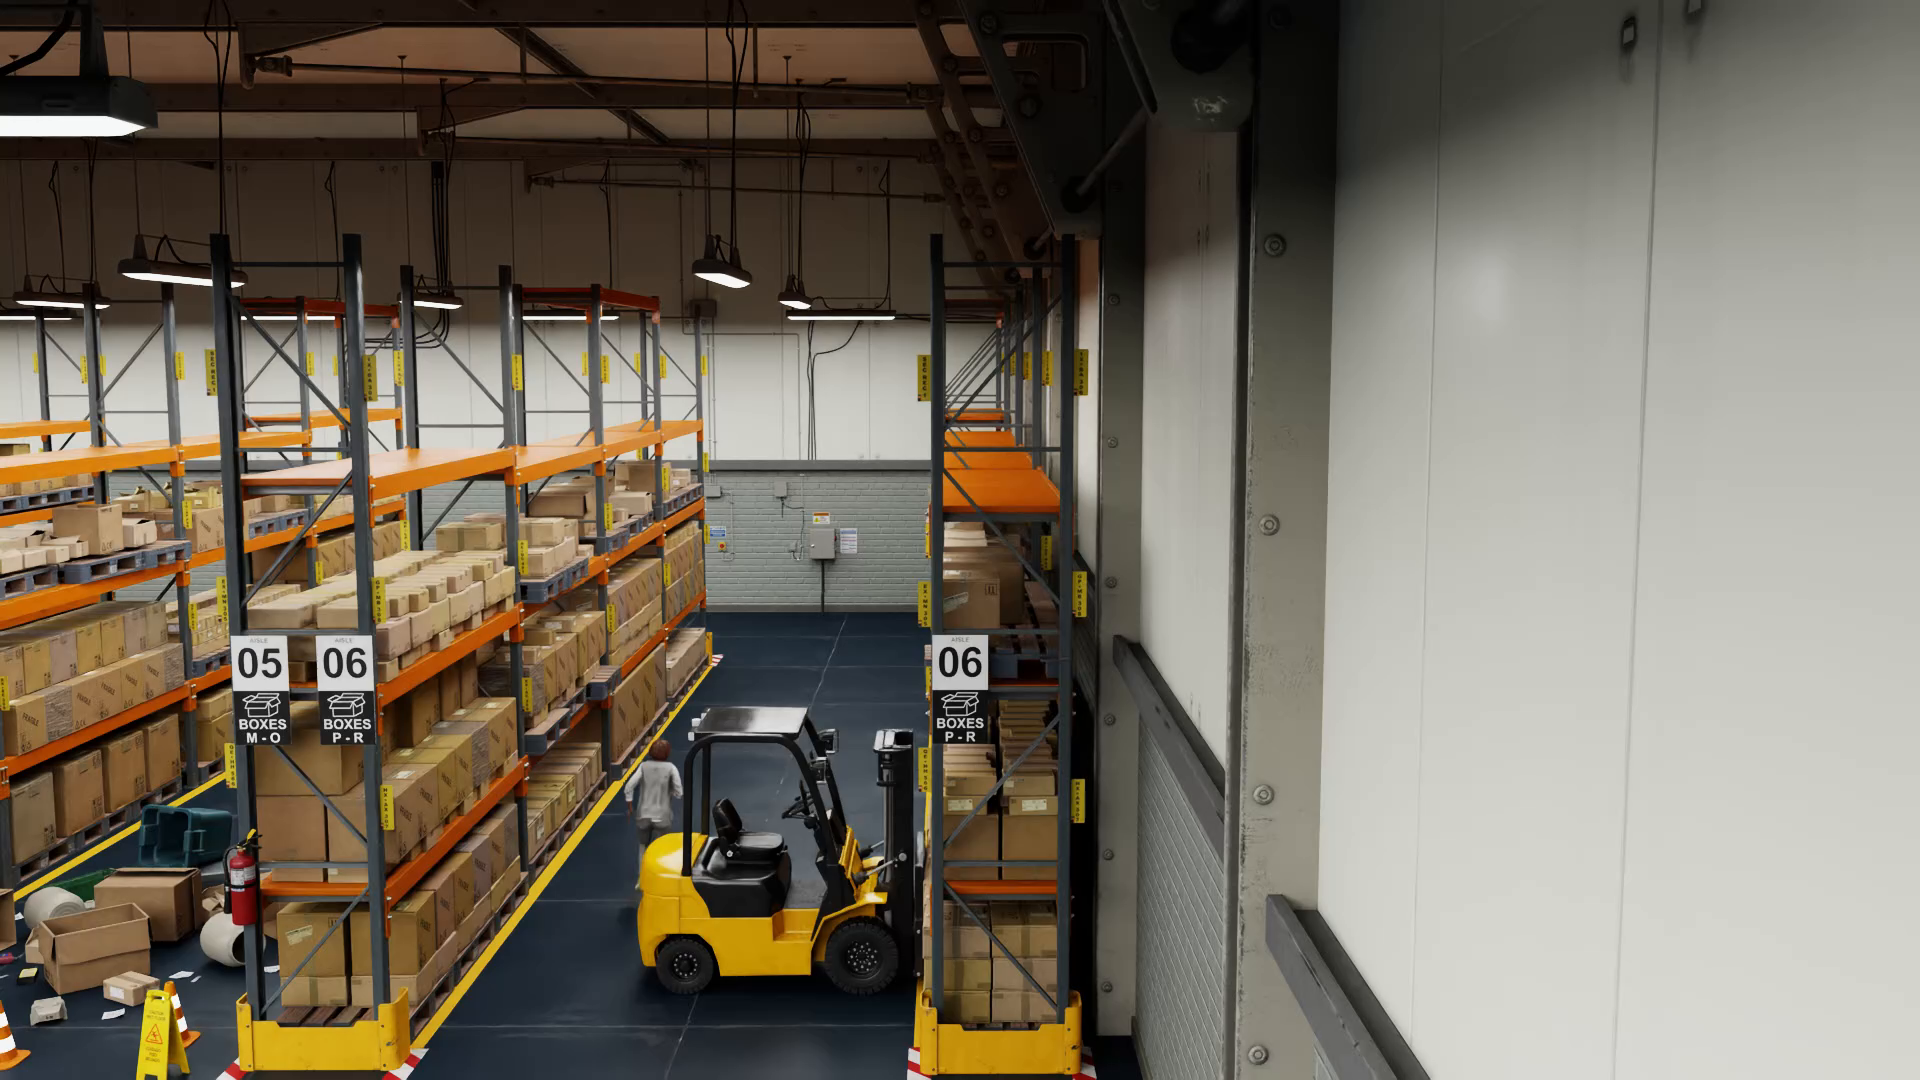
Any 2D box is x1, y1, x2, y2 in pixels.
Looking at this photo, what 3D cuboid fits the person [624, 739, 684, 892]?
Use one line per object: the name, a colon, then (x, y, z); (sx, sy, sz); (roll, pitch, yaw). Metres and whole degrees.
person: (-2.927, 2.666, 15.989); (0.550, 1.502, 0.748); (0, 6, 3)
